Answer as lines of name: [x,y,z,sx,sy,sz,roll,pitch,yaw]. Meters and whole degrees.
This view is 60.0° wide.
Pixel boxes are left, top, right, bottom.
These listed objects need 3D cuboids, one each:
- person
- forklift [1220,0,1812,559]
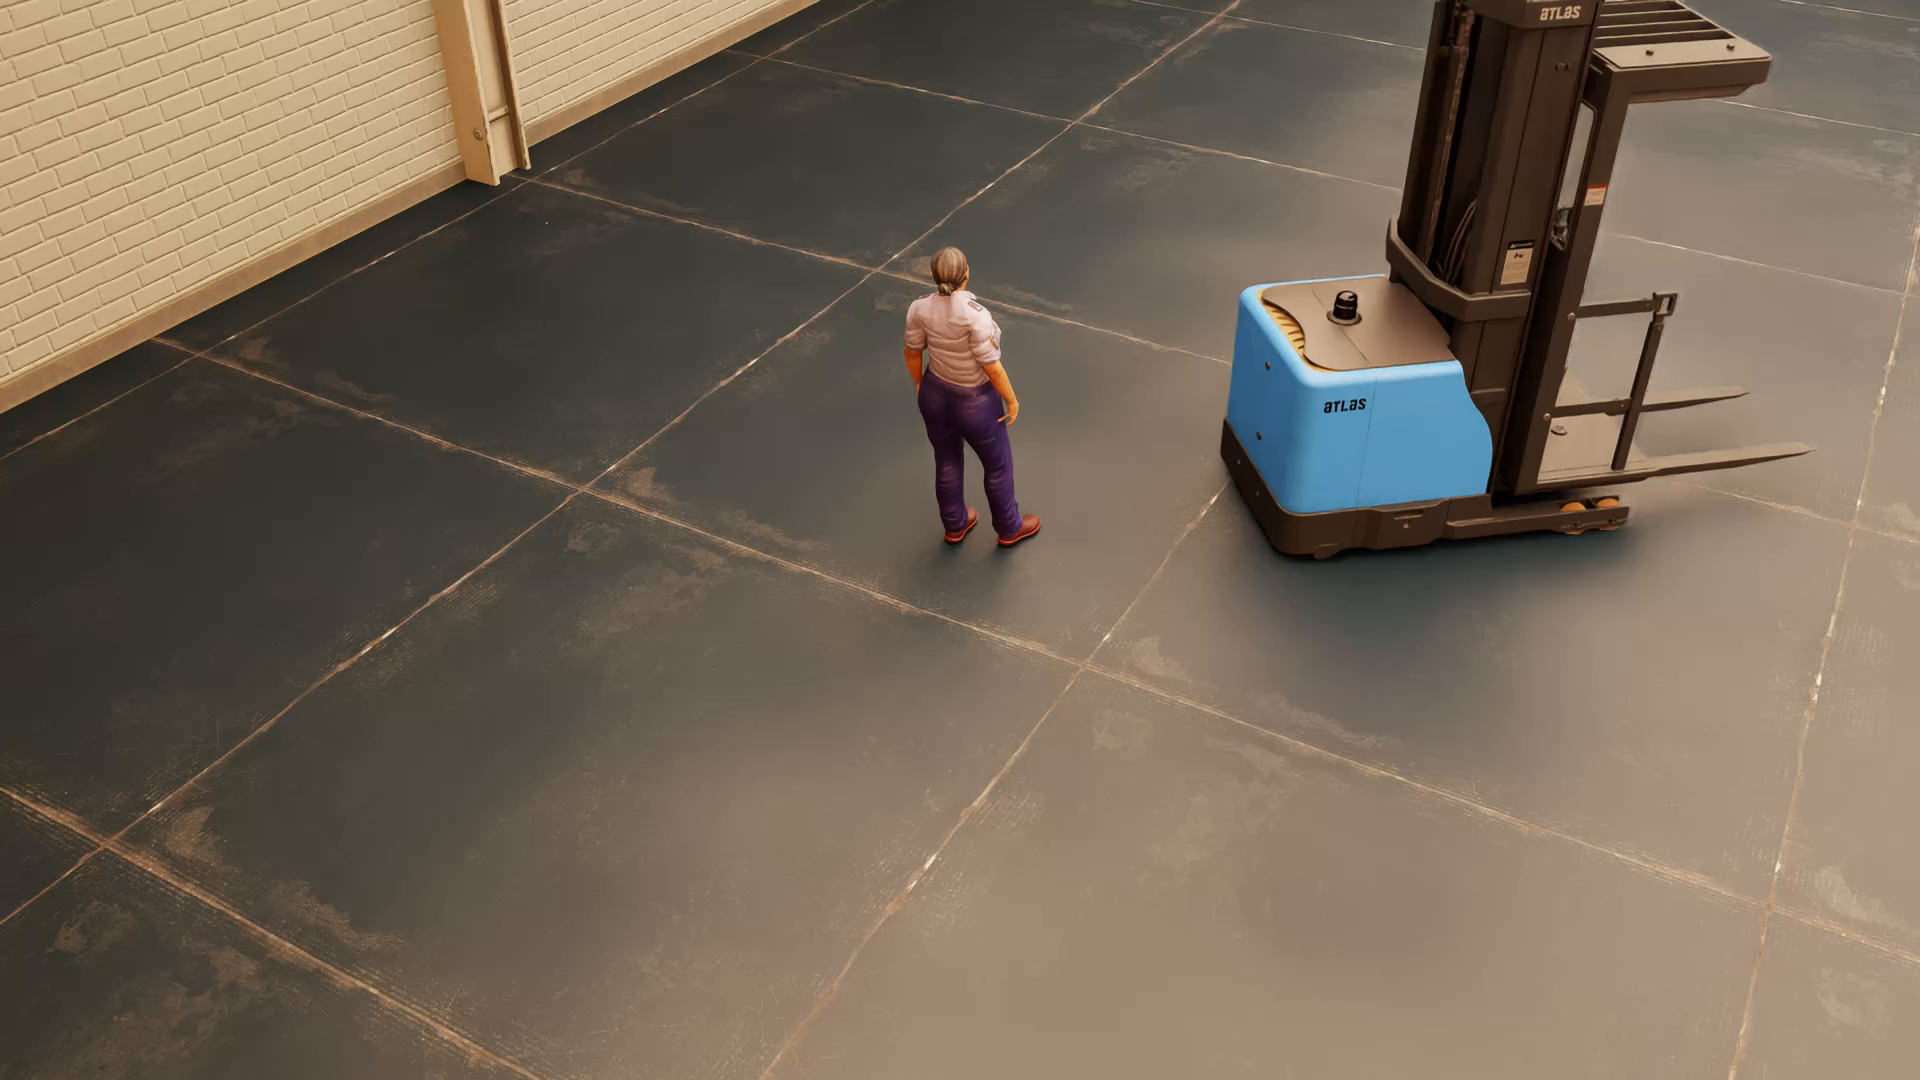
person: [0.064,-0.714,8.147,0.598,1.651,0.502,18,39,24]
forklift: [2.993,-1.514,8.173,3.031,2.935,1.130,-6,36,-9]
